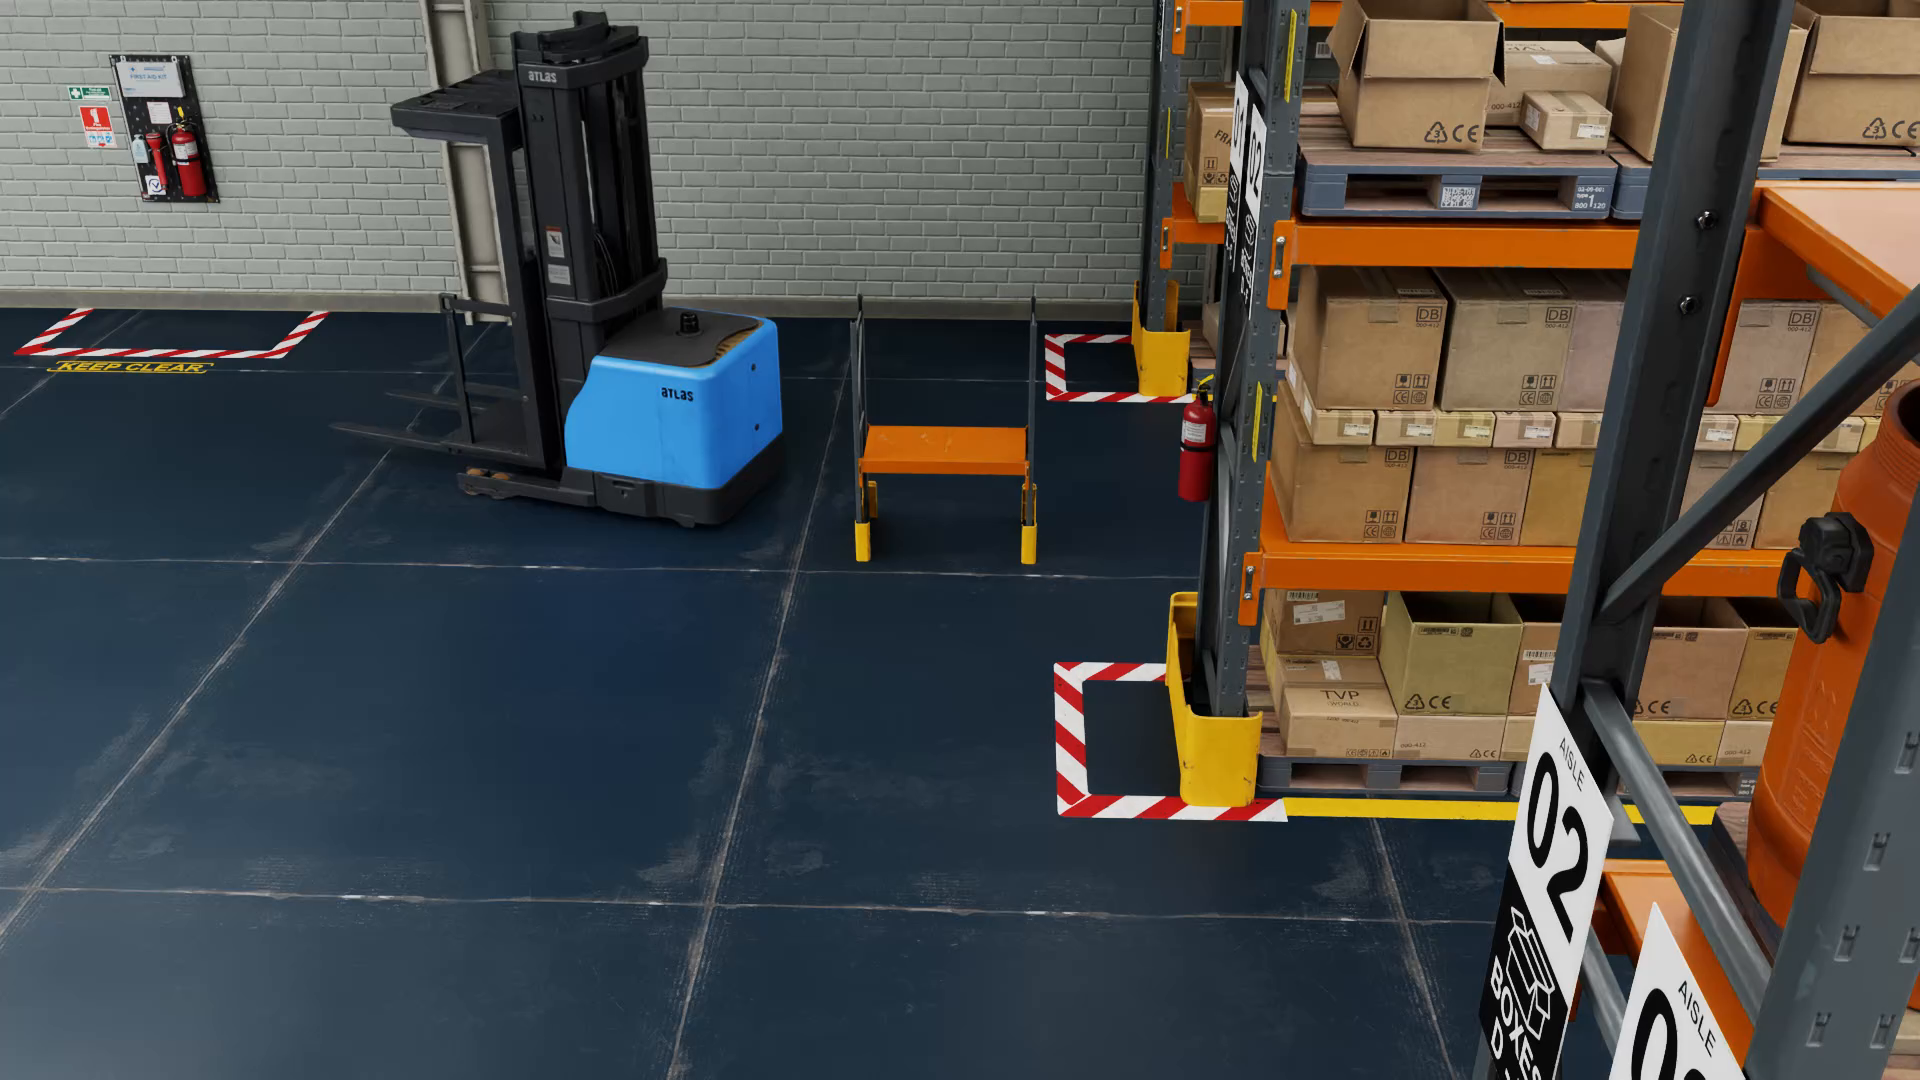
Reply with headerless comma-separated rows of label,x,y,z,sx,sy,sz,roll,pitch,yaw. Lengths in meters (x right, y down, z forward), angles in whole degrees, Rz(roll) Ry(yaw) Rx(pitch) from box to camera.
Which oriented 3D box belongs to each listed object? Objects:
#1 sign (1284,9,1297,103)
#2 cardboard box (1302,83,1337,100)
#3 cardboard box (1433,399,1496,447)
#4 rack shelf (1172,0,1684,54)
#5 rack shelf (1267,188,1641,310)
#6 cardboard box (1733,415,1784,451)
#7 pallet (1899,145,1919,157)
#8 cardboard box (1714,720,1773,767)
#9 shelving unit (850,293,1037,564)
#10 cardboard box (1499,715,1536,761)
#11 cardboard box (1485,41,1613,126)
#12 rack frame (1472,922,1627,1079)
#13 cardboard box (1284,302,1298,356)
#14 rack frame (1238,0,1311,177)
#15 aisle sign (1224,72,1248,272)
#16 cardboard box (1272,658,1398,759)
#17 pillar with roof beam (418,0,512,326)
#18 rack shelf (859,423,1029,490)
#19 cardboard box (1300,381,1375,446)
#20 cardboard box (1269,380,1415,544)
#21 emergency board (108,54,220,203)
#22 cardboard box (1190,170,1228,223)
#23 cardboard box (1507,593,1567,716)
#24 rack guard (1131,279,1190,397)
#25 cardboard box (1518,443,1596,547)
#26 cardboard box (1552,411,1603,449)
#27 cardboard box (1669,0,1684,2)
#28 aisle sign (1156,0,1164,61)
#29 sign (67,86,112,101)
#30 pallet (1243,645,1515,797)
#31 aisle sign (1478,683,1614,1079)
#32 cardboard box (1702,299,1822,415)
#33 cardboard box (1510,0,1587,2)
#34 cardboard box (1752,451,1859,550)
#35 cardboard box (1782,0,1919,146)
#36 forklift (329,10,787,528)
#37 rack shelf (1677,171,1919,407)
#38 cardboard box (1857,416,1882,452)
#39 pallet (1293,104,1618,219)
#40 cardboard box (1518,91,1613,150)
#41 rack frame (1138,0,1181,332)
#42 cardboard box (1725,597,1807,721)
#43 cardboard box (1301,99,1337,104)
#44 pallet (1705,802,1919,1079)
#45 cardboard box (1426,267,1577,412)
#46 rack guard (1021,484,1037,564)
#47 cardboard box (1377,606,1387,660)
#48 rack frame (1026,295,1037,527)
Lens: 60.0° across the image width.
sign,1.244,-1.823,6.266,0.005,0.325,0.100,1,28,2
cardboard box,2.422,-3.008,12.059,0.500,0.500,0.500,1,28,2
cardboard box,2.167,-0.552,7.289,0.250,0.149,0.380,1,28,2
rack shelf,3.440,-3.629,11.459,4.000,0.370,1.077,1,28,2
rack shelf,3.268,-1.311,7.085,4.000,0.370,1.077,1,28,2
cardboard box,3.453,-0.530,7.247,0.250,0.149,0.380,2,28,3
pallet,4.414,-1.558,6.879,1.213,0.211,1.003,1,28,2
cardboard box,3.797,0.840,7.951,0.500,0.250,0.500,1,28,2
shelving unit,-0.076,-0.664,9.901,1.083,1.500,0.587,1,28,2
cardboard box,2.797,0.821,7.986,0.500,0.250,0.500,1,28,2
cardboard box,2.430,-1.947,7.080,0.500,0.250,0.500,1,28,2
rack frame,1.091,1.982,3.308,0.127,3.000,1.000,1,28,2
cardboard box,2.699,-1.598,12.464,0.500,0.311,0.500,3,28,6
rack frame,1.270,-2.987,6.277,0.127,3.000,1.000,1,28,2
aisle sign,1.214,-1.623,7.334,0.004,0.787,0.394,1,28,2
cardboard box,1.798,0.806,8.014,0.500,0.250,0.500,1,28,2
pillar with roof beam,-3.977,-3.783,7.778,0.400,9.000,9.100,1,28,2
rack shelf,-0.085,-0.505,9.986,1.000,0.185,0.538,1,28,2
cardboard box,1.654,-0.560,7.304,0.250,0.149,0.380,1,28,1
cardboard box,1.736,-0.367,7.632,0.500,0.500,0.700,1,28,2
emergency board,-6.294,-3.206,13.096,0.643,1.169,0.194,1,28,2
cardboard box,1.917,-2.441,11.791,0.500,0.250,0.500,0,28,0
cardboard box,2.798,0.484,7.820,0.500,0.500,0.500,1,28,2
rack guard,1.517,-1.549,12.639,0.348,0.500,1.175,1,28,2
cardboard box,2.757,-0.349,7.600,0.500,0.500,0.700,1,28,2
cardboard box,2.686,-0.543,7.273,0.250,0.149,0.380,0,28,0
cardboard box,4.922,-3.860,10.998,0.500,0.500,0.500,2,28,3
aisle sign,1.358,-3.664,11.184,0.004,0.787,0.394,1,28,2
sign,-6.838,-3.509,13.063,0.331,0.109,0.001,1,28,2
pallet,2.035,0.889,8.348,1.213,0.211,1.003,1,28,2
aisle sign,1.030,0.693,2.964,0.004,0.787,0.394,1,28,2
cardboard box,3.319,-0.917,7.285,0.500,0.500,0.700,1,28,2
cardboard box,3.865,-3.866,11.009,0.500,0.500,0.500,0,28,0
cardboard box,3.795,-0.334,7.572,0.500,0.500,0.700,1,28,3
cardboard box,3.626,-1.975,6.862,0.637,0.503,0.797,4,28,7
forklift,-2.725,-1.778,10.474,3.031,2.935,1.130,9,29,17
rack shelf,3.090,-0.141,2.103,4.000,0.370,1.077,1,28,2
cardboard box,3.971,-0.523,7.234,0.250,0.149,0.380,1,28,2
pallet,1.975,-1.599,6.955,1.213,0.211,1.003,1,28,2
cardboard box,2.439,-1.696,6.714,0.250,0.149,0.380,1,28,2
rack frame,1.441,-2.655,12.056,0.127,3.000,1.000,1,28,2
cardboard box,3.797,0.502,7.787,0.500,0.500,0.500,1,28,2
cardboard box,2.401,-2.767,11.606,0.500,0.500,0.500,1,28,2
pallet,1.914,0.800,2.538,1.213,0.211,1.003,1,28,2
cardboard box,2.314,-0.933,7.315,0.500,0.500,0.700,0,28,0
rack guard,0.422,-0.103,10.178,0.087,0.250,0.587,1,28,2
cardboard box,2.316,0.566,8.466,0.500,0.250,0.500,1,28,2
rack frame,0.423,-0.656,9.886,0.032,1.500,0.500,1,28,2
